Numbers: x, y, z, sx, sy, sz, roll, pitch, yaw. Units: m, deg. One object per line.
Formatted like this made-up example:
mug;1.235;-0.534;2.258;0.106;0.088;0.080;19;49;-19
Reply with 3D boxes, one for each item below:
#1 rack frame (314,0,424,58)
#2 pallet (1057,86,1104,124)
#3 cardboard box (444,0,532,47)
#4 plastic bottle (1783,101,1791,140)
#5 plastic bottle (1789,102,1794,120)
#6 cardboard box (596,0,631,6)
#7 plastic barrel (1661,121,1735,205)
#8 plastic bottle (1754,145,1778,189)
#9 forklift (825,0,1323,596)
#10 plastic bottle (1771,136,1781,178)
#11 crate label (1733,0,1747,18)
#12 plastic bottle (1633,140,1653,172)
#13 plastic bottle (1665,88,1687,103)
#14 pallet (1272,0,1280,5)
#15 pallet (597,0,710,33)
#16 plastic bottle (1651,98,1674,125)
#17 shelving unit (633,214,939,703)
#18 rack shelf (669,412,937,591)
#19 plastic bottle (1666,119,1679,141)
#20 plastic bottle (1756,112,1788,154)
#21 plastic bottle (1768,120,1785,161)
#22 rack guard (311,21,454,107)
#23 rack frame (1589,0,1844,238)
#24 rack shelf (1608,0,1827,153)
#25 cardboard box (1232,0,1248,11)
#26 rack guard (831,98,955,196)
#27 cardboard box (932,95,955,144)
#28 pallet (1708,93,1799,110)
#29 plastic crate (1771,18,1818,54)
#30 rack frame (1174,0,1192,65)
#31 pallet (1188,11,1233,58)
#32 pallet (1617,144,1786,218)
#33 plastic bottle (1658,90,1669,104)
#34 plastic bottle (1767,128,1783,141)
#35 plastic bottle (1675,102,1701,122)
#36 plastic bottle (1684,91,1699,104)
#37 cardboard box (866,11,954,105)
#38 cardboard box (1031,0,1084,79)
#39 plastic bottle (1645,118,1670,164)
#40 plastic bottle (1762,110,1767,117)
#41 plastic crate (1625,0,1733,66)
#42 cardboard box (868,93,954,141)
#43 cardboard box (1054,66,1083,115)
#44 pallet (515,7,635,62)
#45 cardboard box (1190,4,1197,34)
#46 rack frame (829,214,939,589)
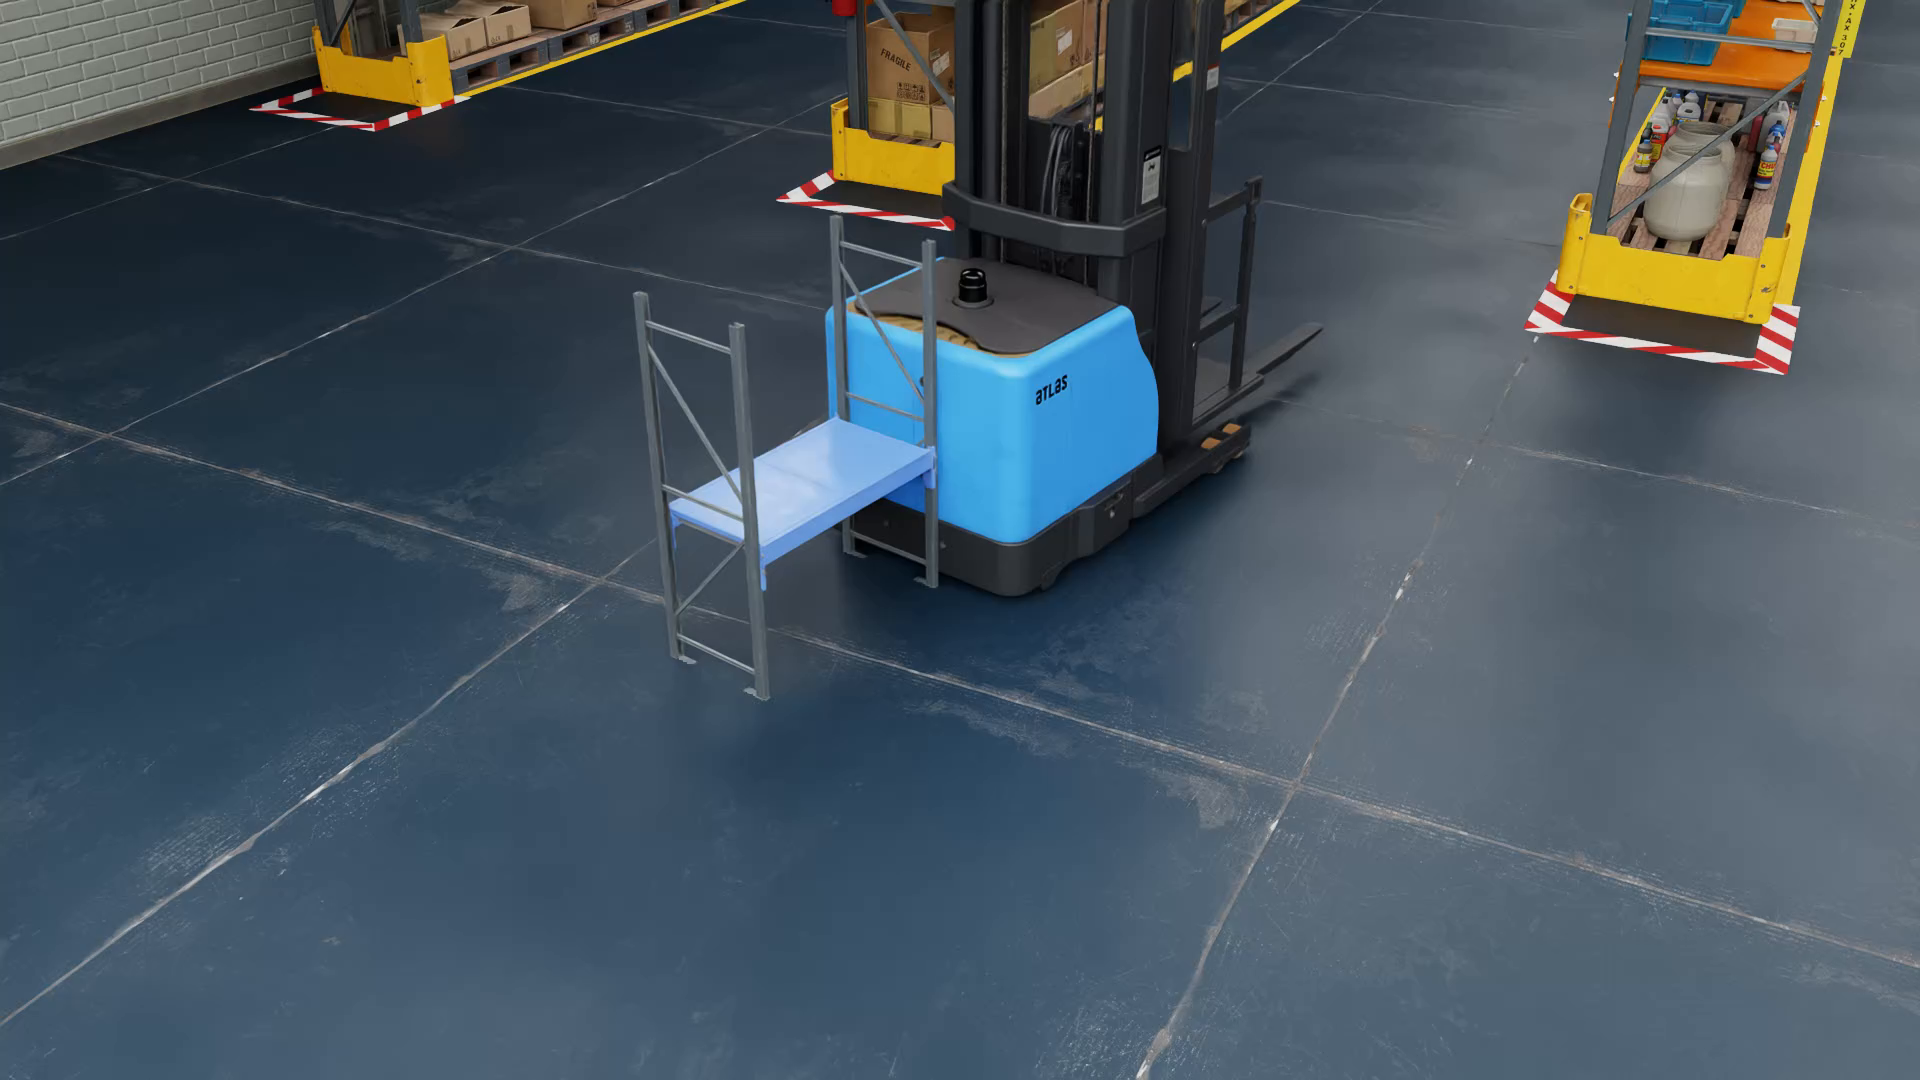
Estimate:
rack frame;-4.714;-4.918;12.801;1.000;3.000;0.127;14;33;23
pallet;0.565;-3.474;13.087;1.003;0.211;1.213;14;33;23
cardboard box;-4.059;-4.482;14.300;0.500;0.311;0.500;17;34;27
plastic bottle;5.766;-2.939;11.641;0.061;0.283;0.133;17;34;27
plastic bottle;6.002;-3.168;12.041;0.061;0.283;0.133;16;34;26
cardboard box;-3.329;-5.329;15.585;0.500;0.500;0.500;12;32;20
plastic barrel;4.565;-2.305;10.328;0.421;0.512;0.421;0;30;0
plastic bottle;5.209;-2.411;10.734;0.097;0.271;0.097;0;30;0
forklift;0.732;-1.717;7.296;1.130;2.935;3.031;21;36;32
plastic bottle;5.328;-2.512;10.899;0.061;0.283;0.133;15;33;24
crate label;4.703;-3.563;10.407;0.502;0.435;0.616;14;33;23
plastic bottle;4.552;-2.561;11.066;0.097;0.201;0.097;0;30;0
plastic bottle;5.190;-3.222;12.067;0.144;0.351;0.185;15;33;25
pallet;2.932;-5.777;17.098;1.003;0.211;1.213;14;33;23
pallet;-3.167;-5.176;16.051;1.003;0.211;1.213;14;33;23
plastic bottle;4.826;-2.867;11.449;0.144;0.351;0.185;16;33;25
shelving unit;-0.606;-0.327;6.313;0.538;1.500;1.048;21;36;32
rack shelf;-0.606;-0.171;6.403;0.538;0.185;1.000;21;36;32
plastic bottle;4.786;-2.678;11.188;0.061;0.283;0.133;14;33;23
plastic bottle;5.578;-2.803;11.412;0.152;0.276;0.135;15;33;24
plastic bottle;5.503;-2.697;11.232;0.097;0.271;0.097;0;30;0
rack guard;-4.680;-3.867;13.483;1.175;0.500;0.348;14;33;23
rack frame;4.105;-2.670;8.888;1.000;3.000;0.127;14;33;23
rack shelf;5.016;-3.245;10.611;1.077;0.370;4.000;14;33;23
cardboard box;2.391;-5.138;15.524;0.500;0.250;0.500;13;32;22
rack guard;-0.314;-2.701;11.451;1.175;0.500;0.348;14;33;23
cardboard box;0.140;-2.973;11.754;0.500;0.250;0.500;14;33;23
pallet;6.251;-3.591;13.292;1.003;0.211;1.213;14;33;23
plastic crate;4.799;-2.880;9.517;0.298;0.136;0.250;14;33;23
rack frame;1.519;-5.569;13.935;1.000;3.000;0.127;14;33;23
pallet;1.820;-4.695;15.214;1.003;0.211;1.213;14;33;23
pallet;5.030;-2.403;11.223;1.003;0.211;1.213;14;33;23
plastic bottle;4.992;-3.045;11.827;0.061;0.283;0.133;16;33;25
plastic bottle;5.410;-2.607;11.076;0.097;0.271;0.097;0;30;0
plastic bottle;5.054;-2.895;11.572;0.152;0.276;0.135;14;33;23
plastic bottle;5.232;-3.096;11.927;0.097;0.271;0.097;0;30;0
cardboard box;-0.323;-3.416;11.772;0.500;0.500;0.500;14;33;23
cardboard box;0.582;-3.744;12.345;0.500;0.500;0.500;14;33;23
plastic bottle;4.691;-2.699;11.231;0.152;0.276;0.135;15;33;24
plastic bottle;5.553;-2.889;11.555;0.061;0.283;0.133;14;33;23
plastic crate;4.067;-2.895;9.429;0.499;0.251;0.616;14;33;23
cardboard box;-0.321;-3.090;11.958;0.500;0.250;0.500;14;33;23
cardboard box;0.592;-3.417;12.527;0.500;0.250;0.500;14;33;23
pallet;-3.721;-4.633;15.106;1.003;0.211;1.213;14;33;23
cardboard box;1.924;-4.681;14.729;0.500;0.250;0.500;13;33;22
rack frame;-0.296;-0.528;6.663;0.500;1.500;0.032;21;36;32
